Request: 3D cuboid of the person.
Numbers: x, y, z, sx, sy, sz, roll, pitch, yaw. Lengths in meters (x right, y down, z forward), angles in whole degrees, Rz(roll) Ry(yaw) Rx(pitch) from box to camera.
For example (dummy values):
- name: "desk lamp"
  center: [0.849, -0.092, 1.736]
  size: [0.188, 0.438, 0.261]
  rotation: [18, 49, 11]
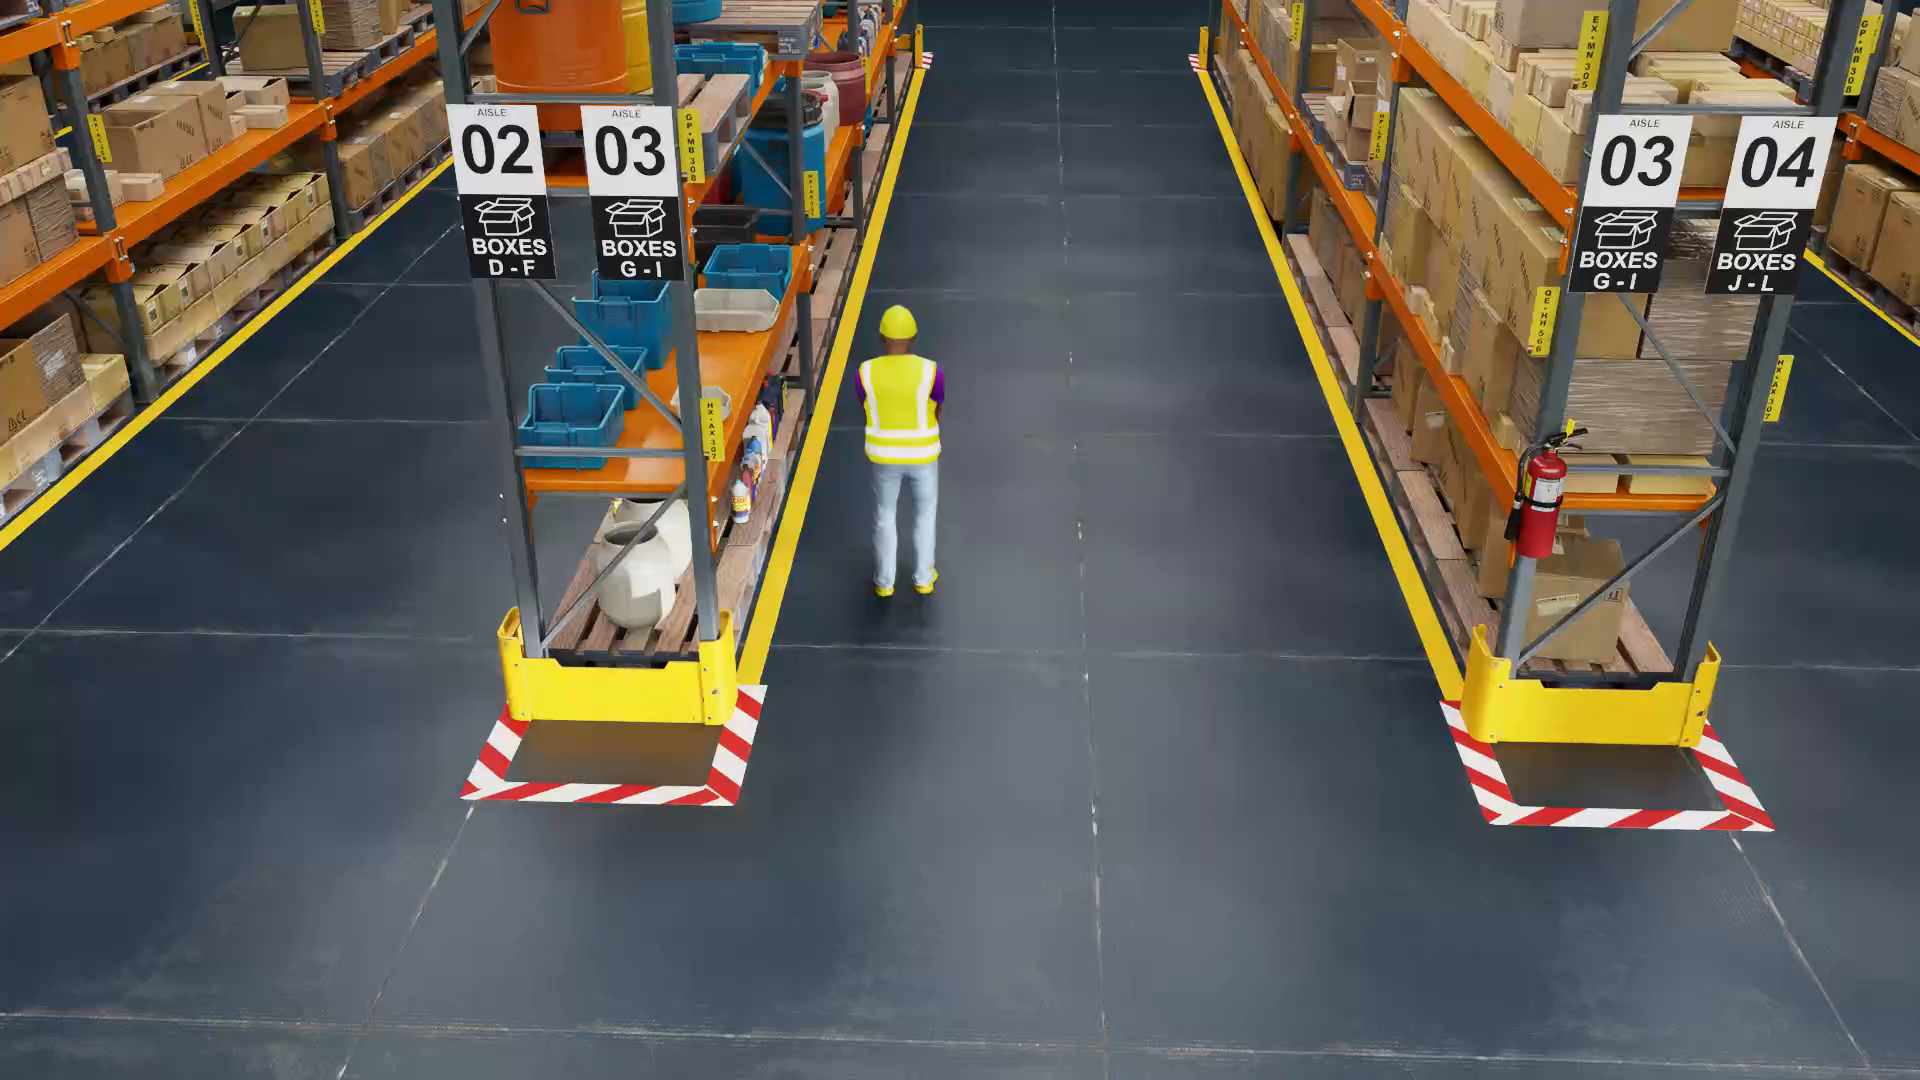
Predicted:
- name: "person"
  center: [-0.337, -0.535, 9.614]
  size: [0.505, 1.762, 0.566]
  rotation: [1, 28, 1]
